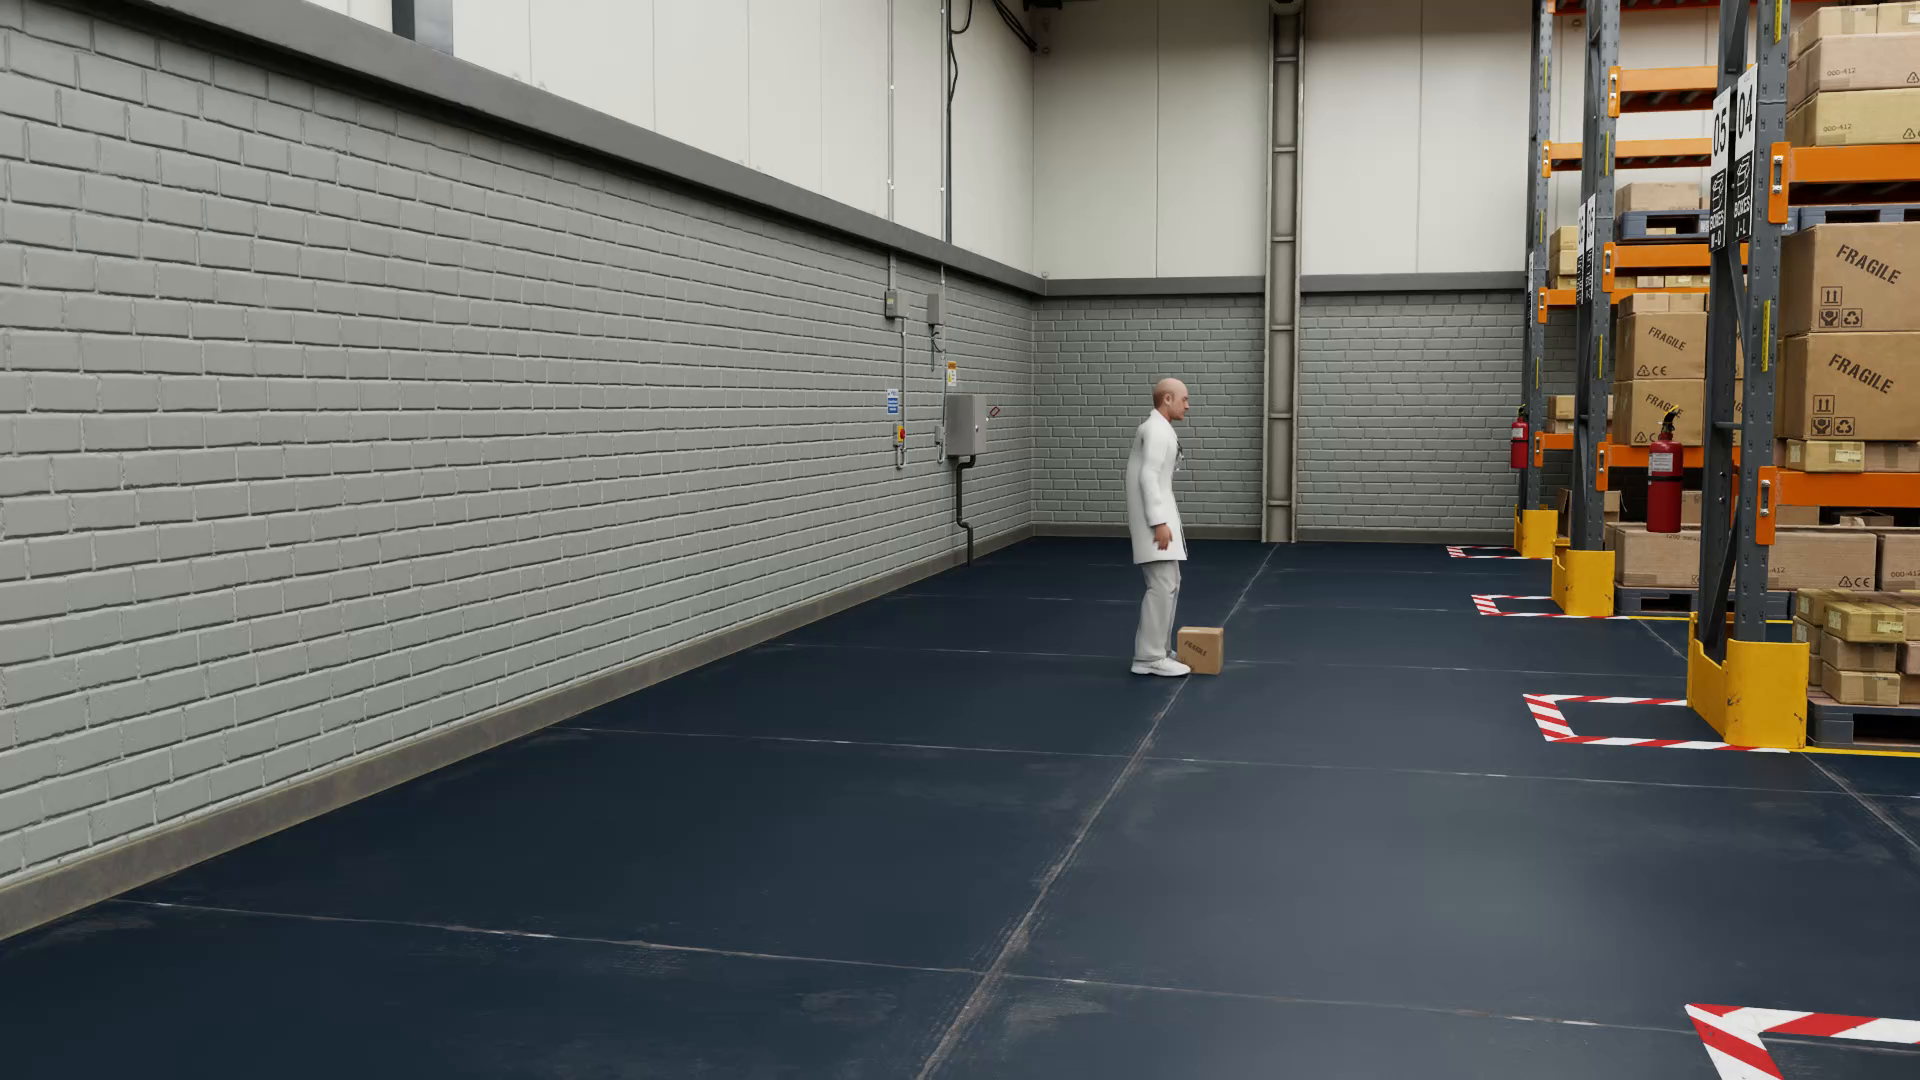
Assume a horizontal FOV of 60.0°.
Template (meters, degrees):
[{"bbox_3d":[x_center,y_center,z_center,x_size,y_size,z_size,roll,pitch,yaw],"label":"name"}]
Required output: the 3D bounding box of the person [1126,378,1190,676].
[{"bbox_3d":[1.219,-0.093,10.099,0.428,1.773,0.651,1,5,10],"label":"person"}]
